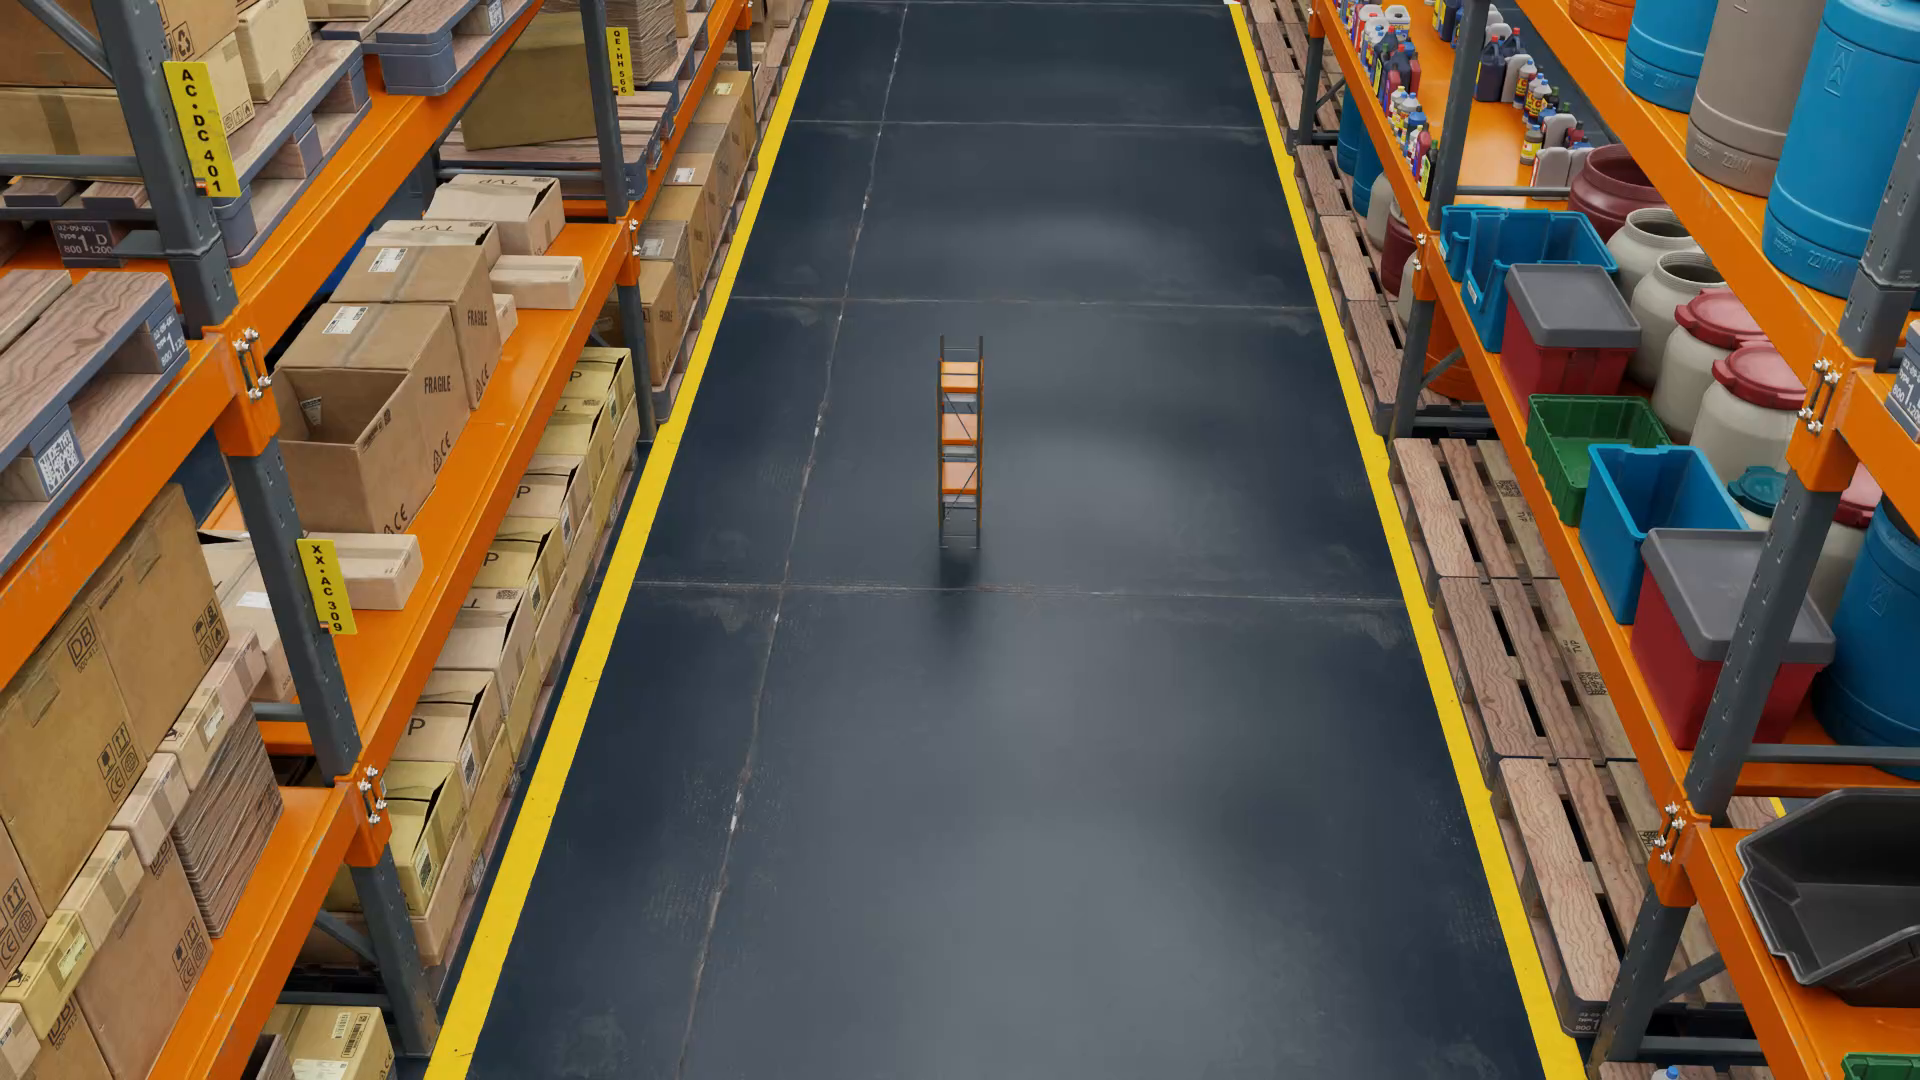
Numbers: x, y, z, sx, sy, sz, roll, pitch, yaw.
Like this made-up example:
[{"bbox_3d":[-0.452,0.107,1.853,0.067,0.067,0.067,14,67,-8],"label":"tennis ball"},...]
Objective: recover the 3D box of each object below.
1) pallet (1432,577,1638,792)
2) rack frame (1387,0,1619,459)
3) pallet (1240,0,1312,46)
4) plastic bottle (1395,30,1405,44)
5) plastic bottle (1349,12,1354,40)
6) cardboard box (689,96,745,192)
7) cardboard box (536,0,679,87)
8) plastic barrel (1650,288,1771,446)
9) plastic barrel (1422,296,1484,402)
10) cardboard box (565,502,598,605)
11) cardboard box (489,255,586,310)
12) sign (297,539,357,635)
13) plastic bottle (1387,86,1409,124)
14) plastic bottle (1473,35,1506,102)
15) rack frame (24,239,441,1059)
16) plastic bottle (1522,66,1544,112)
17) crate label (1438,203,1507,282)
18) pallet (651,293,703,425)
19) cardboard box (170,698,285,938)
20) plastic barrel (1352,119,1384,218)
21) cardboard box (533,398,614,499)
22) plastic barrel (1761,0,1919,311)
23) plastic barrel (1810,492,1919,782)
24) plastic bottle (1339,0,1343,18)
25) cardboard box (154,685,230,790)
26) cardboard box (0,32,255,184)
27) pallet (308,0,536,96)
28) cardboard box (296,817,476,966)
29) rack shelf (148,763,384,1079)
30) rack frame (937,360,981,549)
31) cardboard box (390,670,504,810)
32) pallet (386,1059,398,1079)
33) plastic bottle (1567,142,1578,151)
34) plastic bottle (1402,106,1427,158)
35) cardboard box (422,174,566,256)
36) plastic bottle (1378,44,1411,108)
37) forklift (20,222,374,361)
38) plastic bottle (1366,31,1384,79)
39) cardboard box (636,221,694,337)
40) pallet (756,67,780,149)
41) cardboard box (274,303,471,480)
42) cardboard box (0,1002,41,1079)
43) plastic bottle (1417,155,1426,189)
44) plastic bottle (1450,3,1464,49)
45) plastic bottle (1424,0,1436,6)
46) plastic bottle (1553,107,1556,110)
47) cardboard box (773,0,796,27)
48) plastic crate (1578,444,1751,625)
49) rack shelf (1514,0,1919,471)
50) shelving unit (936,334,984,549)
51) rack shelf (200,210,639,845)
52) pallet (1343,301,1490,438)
[{"bbox_3d":[2.672,0.610,7.198,1.003,0.211,1.213,1,35,2],"label":"pallet"},{"bbox_3d":[2.794,-1.674,8.023,1.000,3.000,0.127,1,35,2],"label":"rack frame"},{"bbox_3d":[3.043,-4.657,14.692,1.003,0.211,1.213,1,35,2],"label":"pallet"},{"bbox_3d":[2.634,-2.976,10.049,0.097,0.201,0.097,0,35,0],"label":"plastic bottle"},{"bbox_3d":[2.501,-3.246,10.432,0.097,0.201,0.097,0,35,0],"label":"plastic bottle"},{"bbox_3d":[-1.756,-2.672,11.235,0.500,0.500,0.500,1,35,2],"label":"cardboard box"},{"bbox_3d":[-2.015,-2.889,9.300,0.700,0.500,0.500,8,36,11],"label":"cardboard box"},{"bbox_3d":[2.938,-0.646,6.443,0.433,0.535,0.433,0,35,0],"label":"plastic barrel"},{"bbox_3d":[2.797,-1.239,8.927,0.600,0.830,0.708,1,35,2],"label":"plastic barrel"},{"bbox_3d":[-1.973,0.056,7.588,0.500,0.250,0.500,2,35,3],"label":"cardboard box"},{"bbox_3d":[-1.915,-1.165,7.517,0.380,0.149,0.250,1,35,2],"label":"cardboard box"},{"bbox_3d":[-1.761,0.133,4.630,0.100,0.325,0.005,1,35,2],"label":"sign"},{"bbox_3d":[2.443,-2.425,9.265,0.097,0.201,0.097,0,35,0],"label":"plastic bottle"},{"bbox_3d":[3.043,-2.710,9.540,0.144,0.351,0.185,1,35,2],"label":"plastic bottle"},{"bbox_3d":[-2.316,0.508,4.919,1.000,3.000,0.127,1,35,2],"label":"rack frame"},{"bbox_3d":[3.226,-2.530,9.343,0.061,0.283,0.133,1,35,2],"label":"plastic bottle"},{"bbox_3d":[2.403,-1.372,7.739,0.303,0.233,0.416,1,35,2],"label":"crate label"},{"bbox_3d":[-2.087,-1.078,9.600,1.003,0.211,1.213,1,35,2],"label":"pallet"},{"bbox_3d":[-2.327,0.722,4.527,0.700,0.500,0.500,0,35,1],"label":"cardboard box"},{"bbox_3d":[2.887,-2.567,10.753,0.600,0.901,0.708,1,35,2],"label":"plastic barrel"},{"bbox_3d":[-1.945,-0.462,7.836,0.500,0.311,0.500,1,35,1],"label":"cardboard box"},{"bbox_3d":[2.437,-1.105,4.170,0.600,0.901,0.708,1,35,2],"label":"plastic barrel"},{"bbox_3d":[2.952,0.204,4.915,0.600,0.901,0.708,1,35,2],"label":"plastic barrel"},{"bbox_3d":[2.518,-3.519,10.761,0.097,0.271,0.097,0,35,0],"label":"plastic bottle"},{"bbox_3d":[-2.125,0.504,4.273,0.380,0.149,0.250,1,35,1],"label":"cardboard box"},{"bbox_3d":[-2.282,-1.184,4.482,0.500,0.250,0.500,5,35,7],"label":"cardboard box"},{"bbox_3d":[-2.135,-1.906,5.909,1.003,0.211,1.213,3,35,4],"label":"pallet"},{"bbox_3d":[-2.052,1.235,5.911,0.500,0.250,0.500,1,35,1],"label":"cardboard box"},{"bbox_3d":[-2.396,1.951,3.491,1.077,0.370,4.000,1,35,2],"label":"rack shelf"},{"bbox_3d":[-0.003,-0.390,7.892,0.200,1.050,0.008,1,35,2],"label":"rack frame"},{"bbox_3d":[-2.025,0.712,6.166,0.500,0.311,0.500,1,35,1],"label":"cardboard box"},{"bbox_3d":[-2.390,2.104,5.072,1.003,0.211,1.213,1,35,2],"label":"pallet"},{"bbox_3d":[3.170,-1.956,8.597,0.097,0.201,0.097,0,35,0],"label":"plastic bottle"},{"bbox_3d":[2.424,-2.174,8.847,0.097,0.271,0.097,0,35,0],"label":"plastic bottle"},{"bbox_3d":[-2.213,-1.546,7.919,0.500,0.311,0.500,3,35,5],"label":"cardboard box"},{"bbox_3d":[2.478,-2.643,9.445,0.144,0.351,0.185,1,35,2],"label":"plastic bottle"},{"bbox_3d":[-4.821,-2.123,8.722,1.130,2.935,3.031,26,43,32],"label":"forklift"},{"bbox_3d":[2.473,-2.875,9.844,0.097,0.271,0.097,0,35,0],"label":"plastic bottle"},{"bbox_3d":[-1.836,-1.504,9.572,0.500,0.500,0.500,0,35,0],"label":"cardboard box"},{"bbox_3d":[-1.966,-3.342,12.822,1.003,0.211,1.213,1,35,2],"label":"pallet"},{"bbox_3d":[-2.227,-0.565,6.358,0.500,0.500,0.500,1,35,2],"label":"cardboard box"},{"bbox_3d":[-2.165,1.092,3.437,0.380,0.149,0.250,2,35,3],"label":"cardboard box"},{"bbox_3d":[2.407,-1.901,8.519,0.097,0.201,0.097,0,35,0],"label":"plastic bottle"},{"bbox_3d":[3.101,-3.178,10.275,0.097,0.271,0.097,0,35,0],"label":"plastic bottle"},{"bbox_3d":[3.136,-3.649,11.006,0.097,0.201,0.097,0,35,0],"label":"plastic bottle"},{"bbox_3d":[3.190,-2.242,9.005,0.097,0.201,0.097,0,35,0],"label":"plastic bottle"},{"bbox_3d":[-1.678,-4.579,14.165,0.500,0.250,0.500,1,35,2],"label":"cardboard box"},{"bbox_3d":[2.367,-0.010,5.670,0.392,0.384,0.575,1,35,2],"label":"plastic crate"},{"bbox_3d":[2.714,-1.458,5.733,1.077,0.370,4.000,1,35,2],"label":"rack shelf"},{"bbox_3d":[0.002,-0.460,7.992,0.215,1.050,0.252,1,35,2],"label":"shelving unit"},{"bbox_3d":[-2.236,-0.347,6.761,1.077,0.370,4.000,1,35,2],"label":"rack shelf"},{"bbox_3d":[2.784,-0.987,9.471,1.003,0.211,1.213,1,35,2],"label":"pallet"}]
